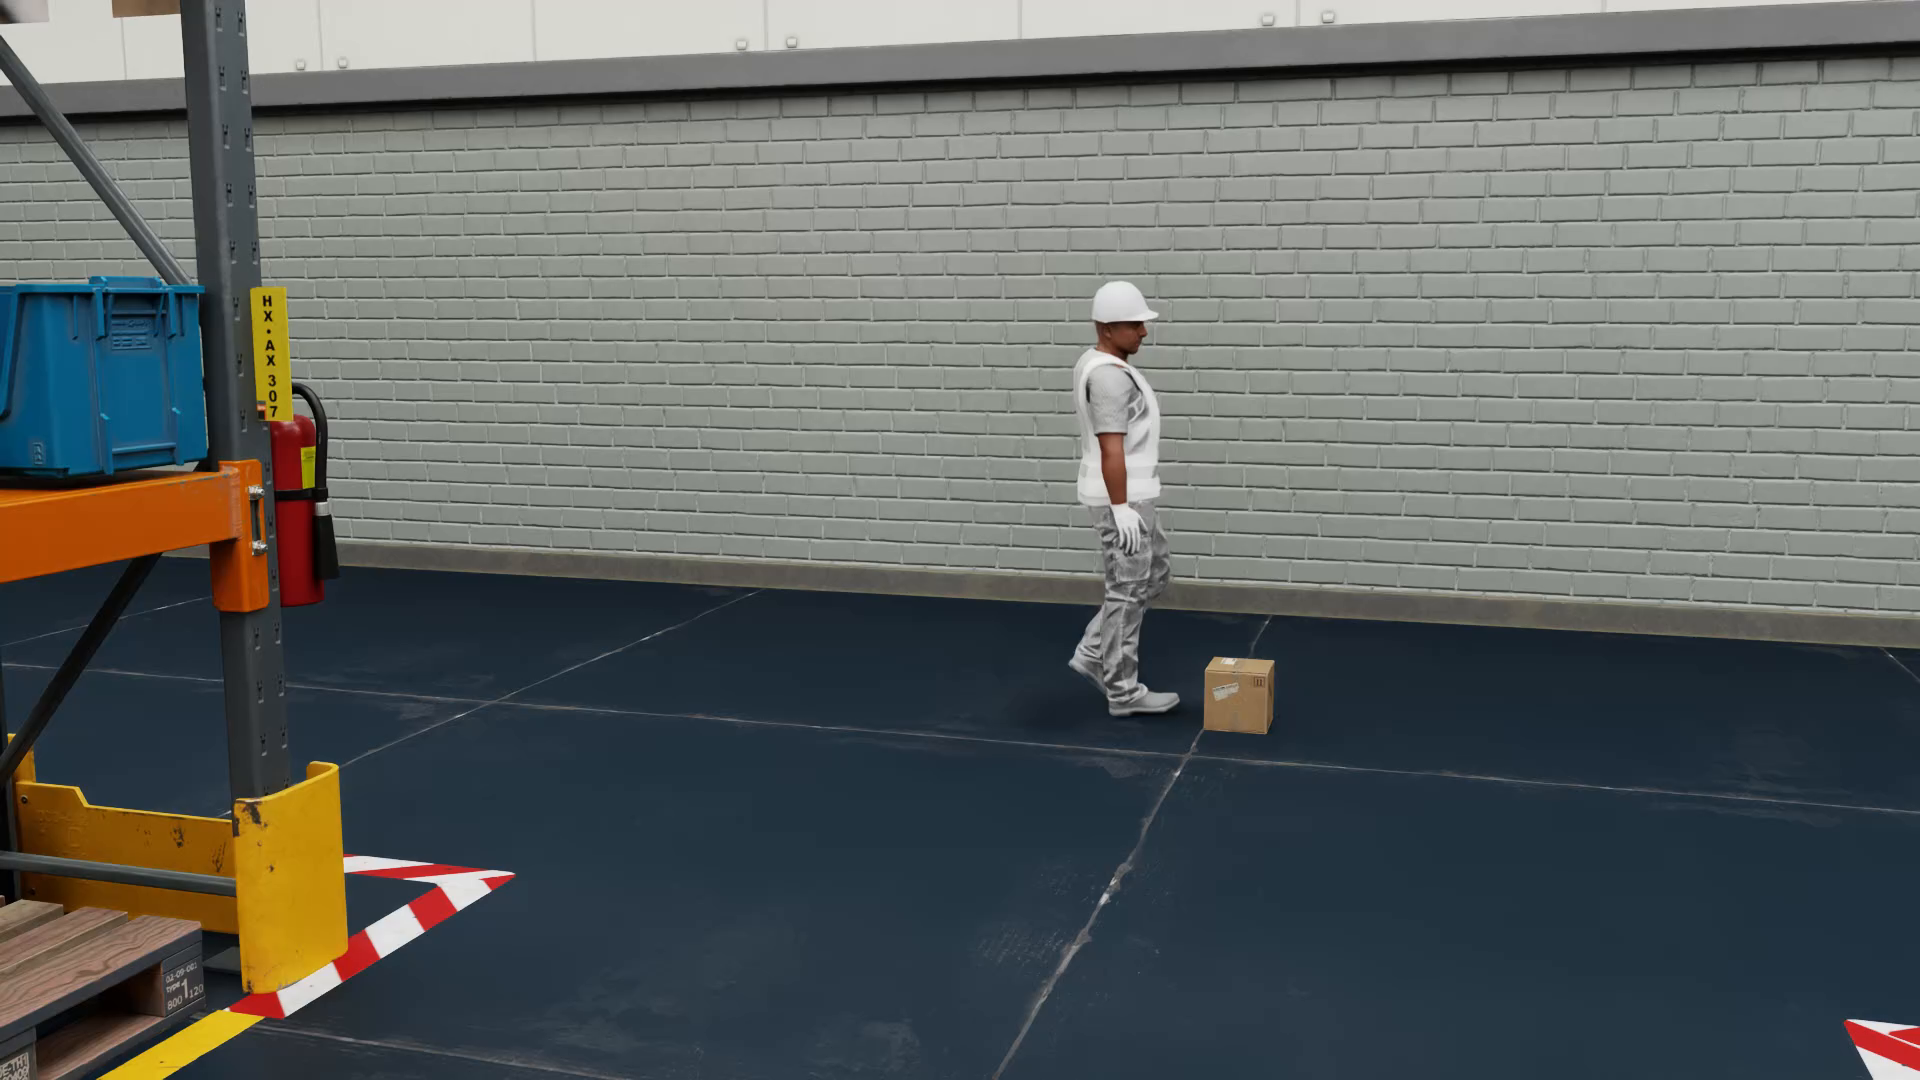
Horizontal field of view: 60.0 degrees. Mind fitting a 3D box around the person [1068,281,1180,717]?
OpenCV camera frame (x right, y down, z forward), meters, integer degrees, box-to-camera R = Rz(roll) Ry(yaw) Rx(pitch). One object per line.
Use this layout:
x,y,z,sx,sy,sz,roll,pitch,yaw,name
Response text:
0.692,-0.154,6.794,0.460,1.783,0.595,0,8,-2,person
